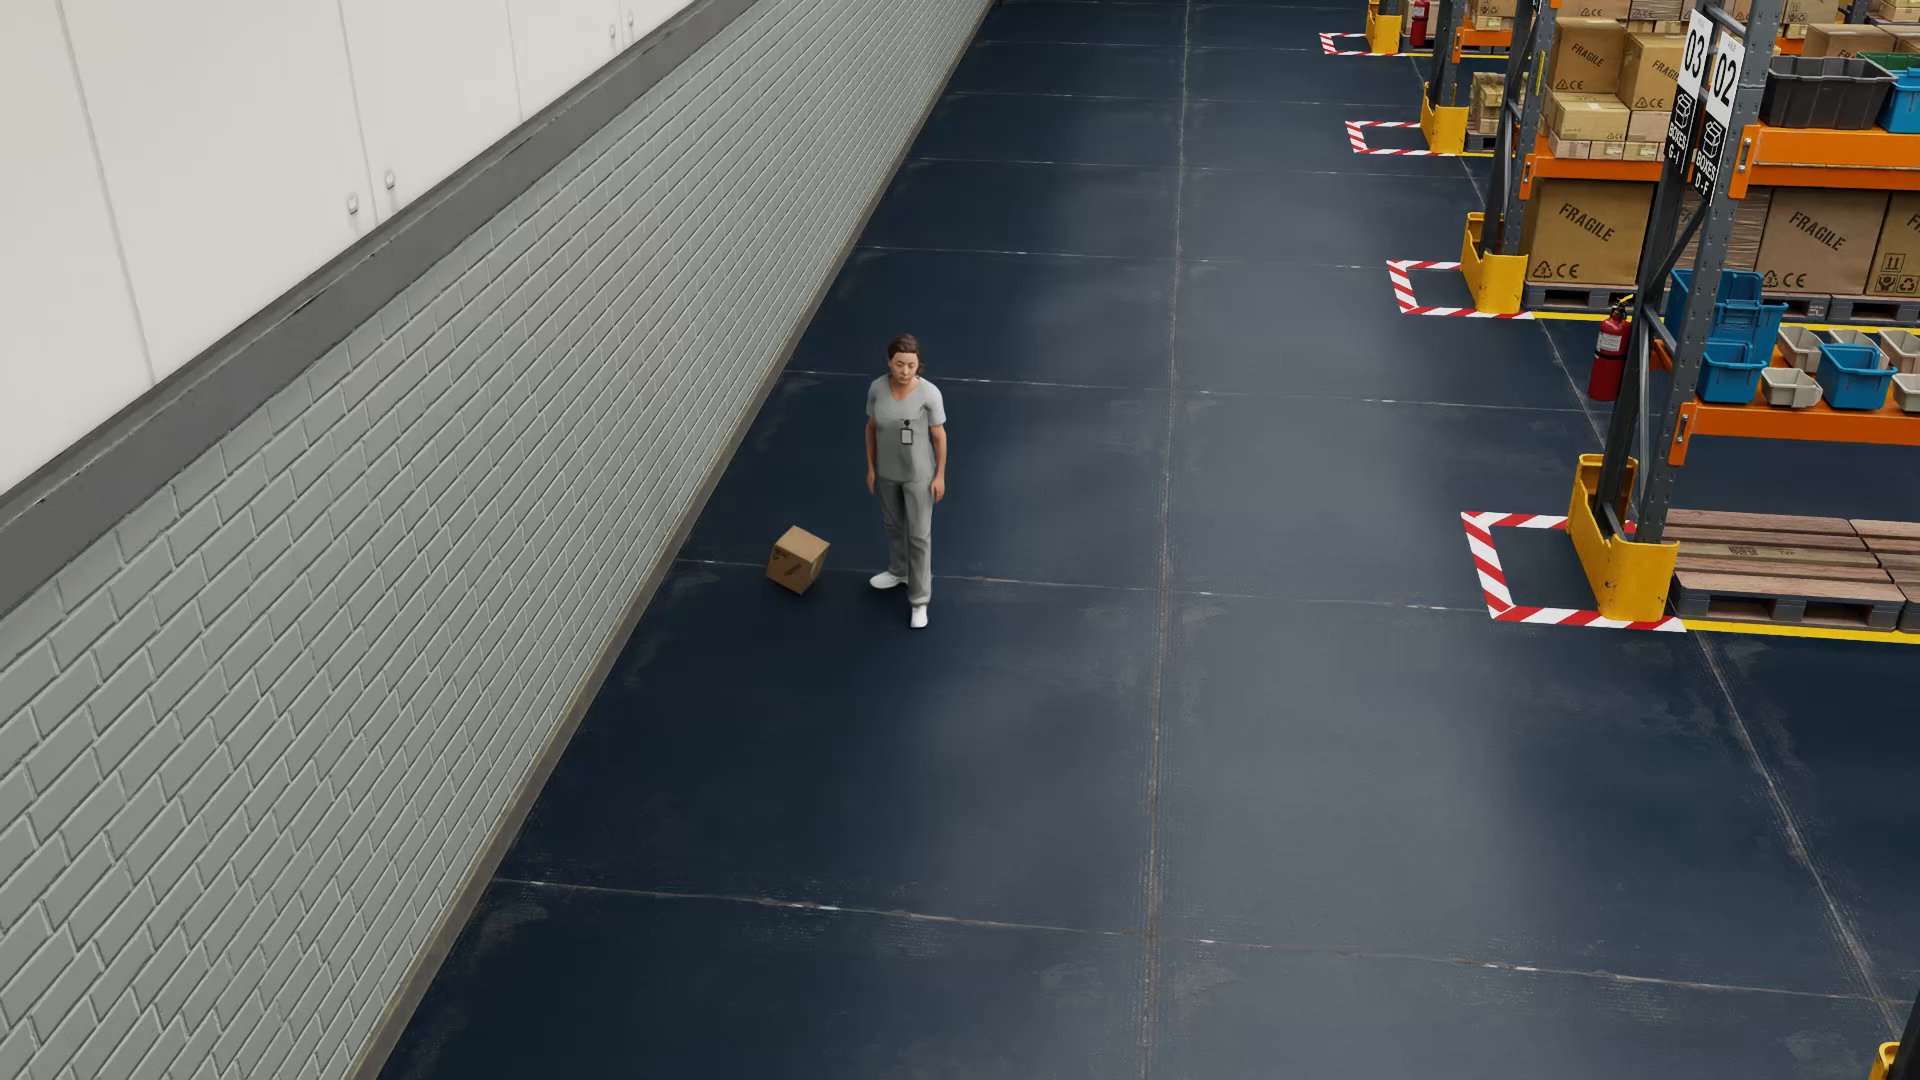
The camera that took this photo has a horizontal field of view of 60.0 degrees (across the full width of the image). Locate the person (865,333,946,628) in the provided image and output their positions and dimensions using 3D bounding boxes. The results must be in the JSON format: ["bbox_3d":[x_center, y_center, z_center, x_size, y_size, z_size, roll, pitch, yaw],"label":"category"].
[{"bbox_3d":[-0.323,-0.346,9.317,0.508,1.619,0.540,12,31,21],"label":"person"}]
